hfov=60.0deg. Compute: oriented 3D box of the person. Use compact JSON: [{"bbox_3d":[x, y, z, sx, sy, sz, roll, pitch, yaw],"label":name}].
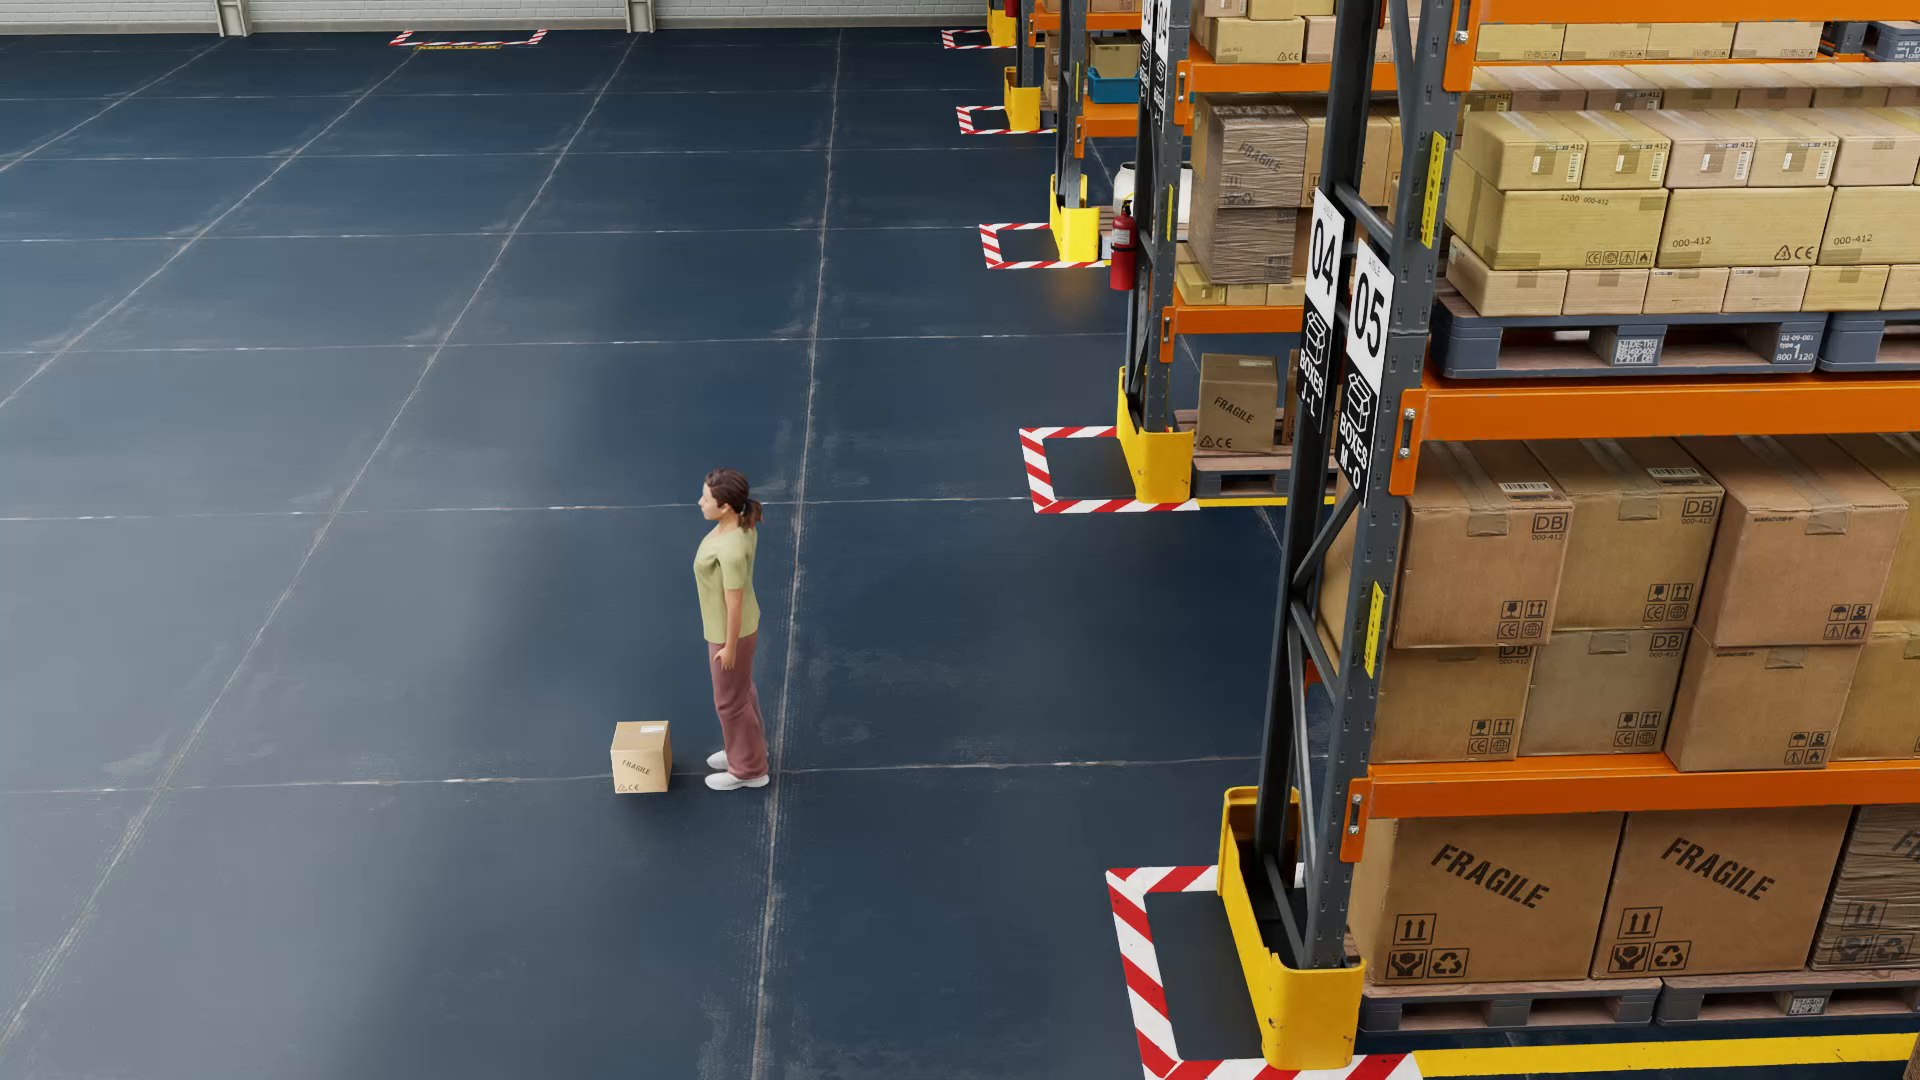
[{"bbox_3d":[-1.069,0.427,7.814,0.369,1.671,0.444,-1,28,-1],"label":"person"}]
